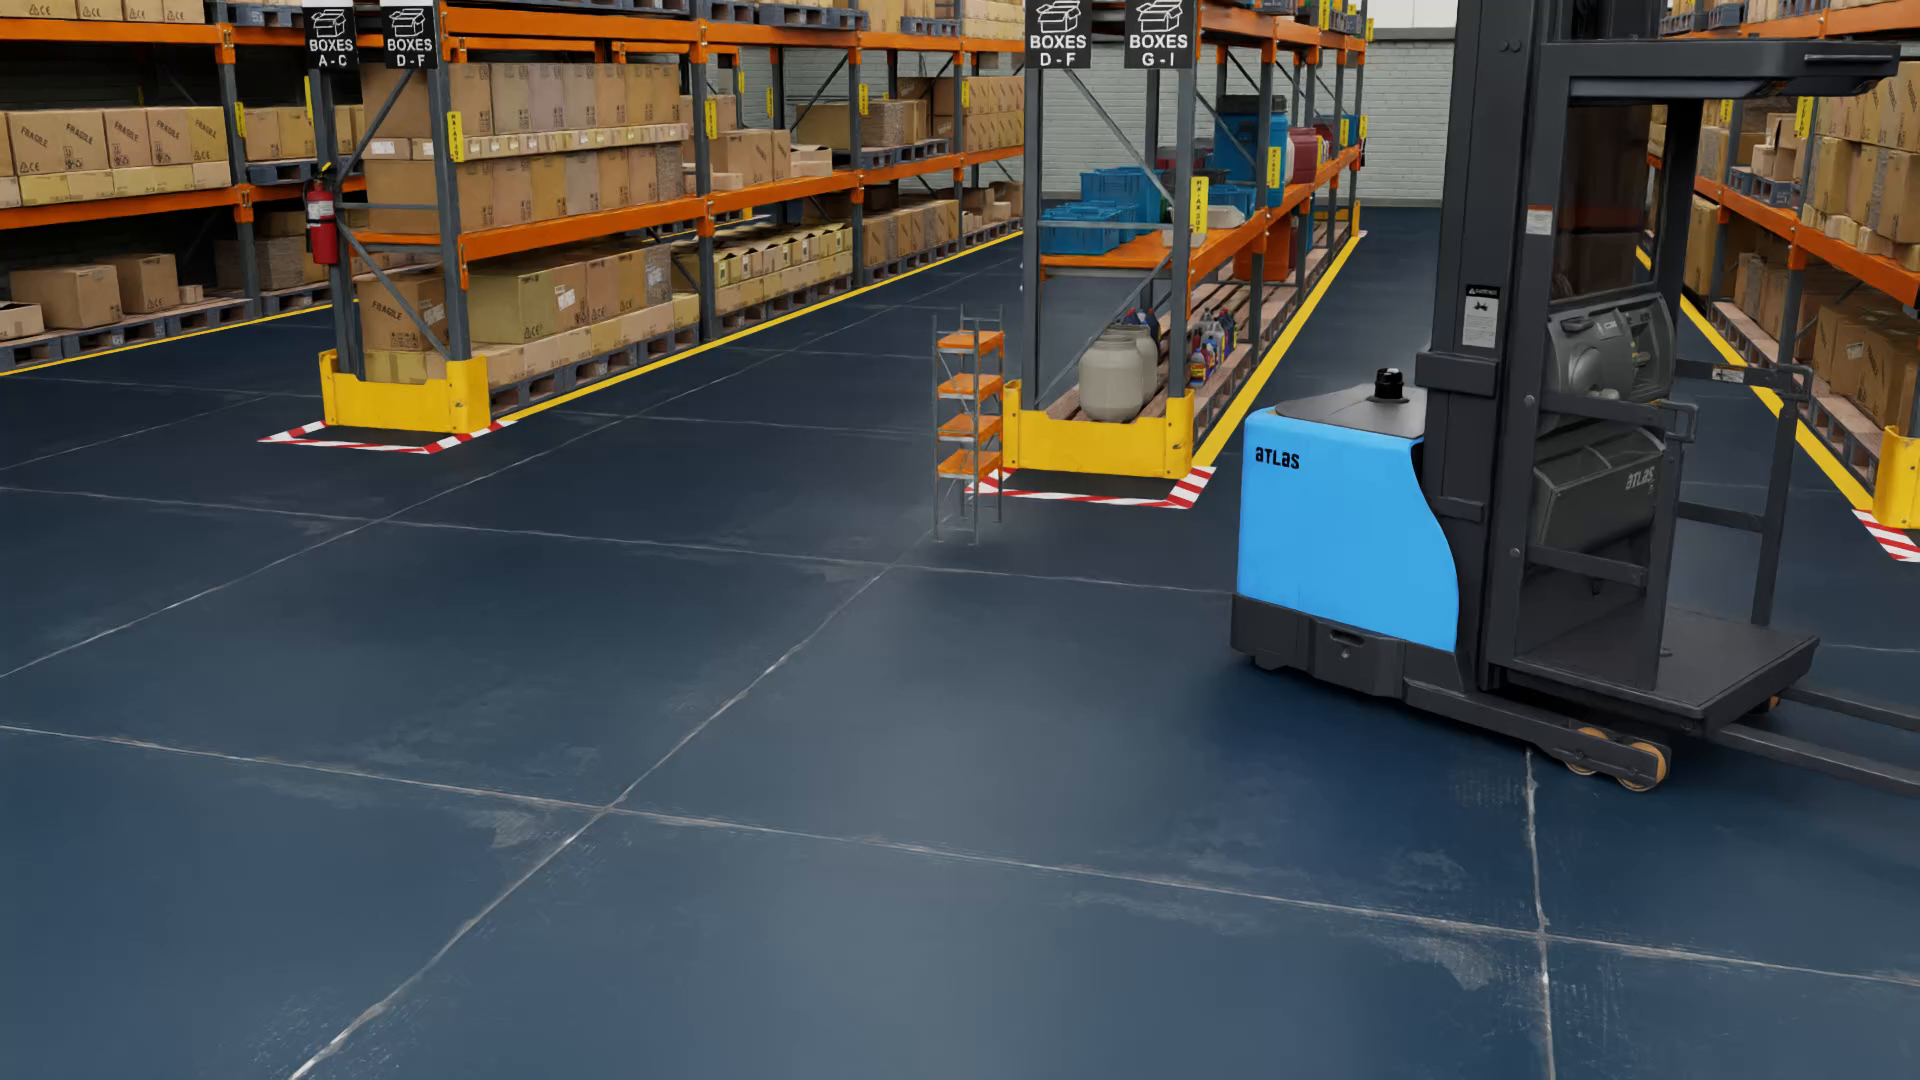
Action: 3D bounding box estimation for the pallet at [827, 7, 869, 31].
[{"bbox_3d":[-1.706,-5.522,17.650,1.213,0.211,1.003,5,17,18],"label":"pallet"}]

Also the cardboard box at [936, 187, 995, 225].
[{"bbox_3d":[0.067,-4.904,24.389,0.797,0.503,0.637,5,16,16],"label":"cardboard box"}]

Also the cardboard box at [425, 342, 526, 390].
[{"bbox_3d":[-3.507,-1.264,12.057,0.500,0.250,0.500,5,16,16],"label":"cardboard box"}]

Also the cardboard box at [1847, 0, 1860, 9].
[{"bbox_3d":[6.242,-3.673,11.060,0.500,0.250,0.500,4,16,15],"label":"cardboard box"}]

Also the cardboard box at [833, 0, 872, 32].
[{"bbox_3d":[-1.507,-5.962,18.673,0.910,0.500,0.500,5,16,16],"label":"cardboard box"}]

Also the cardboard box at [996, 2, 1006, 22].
[{"bbox_3d":[0.350,-7.512,23.678,0.500,0.250,0.500,5,16,16],"label":"cardboard box"}]

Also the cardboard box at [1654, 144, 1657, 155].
[{"bbox_3d":[9.391,-5.154,21.962,0.380,0.149,0.250,4,16,15],"label":"cardboard box"}]

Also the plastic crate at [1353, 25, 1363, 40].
[{"bbox_3d":[5.416,-7.123,23.338,0.450,0.188,0.336,5,16,16],"label":"plastic crate"}]

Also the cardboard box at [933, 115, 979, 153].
[{"bbox_3d":[-0.056,-5.561,22.756,0.500,0.500,0.500,5,17,17],"label":"cardboard box"}]

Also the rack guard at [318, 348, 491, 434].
[{"bbox_3d":[-3.879,-1.053,11.624,1.175,0.500,0.348,5,16,16],"label":"rack guard"}]

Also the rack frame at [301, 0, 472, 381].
[{"bbox_3d":[-3.873,-2.261,11.305,1.000,3.000,0.127,5,16,16],"label":"rack frame"}]

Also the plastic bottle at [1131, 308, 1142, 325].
[{"bbox_3d":[1.385,-1.681,13.308,0.144,0.351,0.185,5,17,17],"label":"plastic bottle"}]

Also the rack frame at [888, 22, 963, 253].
[{"bbox_3d":[-0.462,-5.401,22.374,1.000,3.000,0.127,5,16,16],"label":"rack frame"}]

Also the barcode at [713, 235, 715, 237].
[{"bbox_3d":[-2.264,-2.813,15.266,0.001,0.075,0.075,5,16,16],"label":"barcode"}]

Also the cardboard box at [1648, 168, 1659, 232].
[{"bbox_3d":[10.066,-4.684,22.972,0.875,0.875,0.875,5,16,16],"label":"cardboard box"}]

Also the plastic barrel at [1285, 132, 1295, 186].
[{"bbox_3d":[3.061,-3.737,16.304,0.421,0.512,0.421,0,16,0],"label":"plastic barrel"}]

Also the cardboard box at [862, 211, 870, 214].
[{"bbox_3d":[-1.411,-3.762,20.370,0.500,0.500,0.500,4,16,14],"label":"cardboard box"}]

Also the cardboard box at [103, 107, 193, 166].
[{"bbox_3d":[-7.461,-3.711,15.279,0.500,0.500,0.500,5,16,16],"label":"cardboard box"}]

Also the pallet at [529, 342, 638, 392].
[{"bbox_3d":[-3.347,-1.441,13.524,1.003,0.211,1.213,5,16,16],"label":"pallet"}]

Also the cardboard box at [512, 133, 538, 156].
[{"bbox_3d":[-3.336,-2.908,12.212,0.380,0.149,0.250,4,16,15],"label":"cardboard box"}]

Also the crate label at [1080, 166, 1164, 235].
[{"bbox_3d":[1.139,-2.396,11.714,0.502,0.435,0.616,5,16,16],"label":"crate label"}]

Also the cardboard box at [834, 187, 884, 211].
[{"bbox_3d":[-1.260,-4.270,20.788,0.500,0.250,0.500,4,16,15],"label":"cardboard box"}]

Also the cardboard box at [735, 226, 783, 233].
[{"bbox_3d":[-2.171,-3.251,18.036,0.500,0.311,0.500,4,16,14],"label":"cardboard box"}]

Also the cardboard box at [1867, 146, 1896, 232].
[{"bbox_3d":[6.017,-2.093,9.982,0.875,0.500,0.500,5,16,16],"label":"cardboard box"}]

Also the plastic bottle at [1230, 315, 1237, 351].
[{"bbox_3d":[2.192,-1.676,13.414,0.061,0.283,0.133,5,17,19],"label":"plastic bottle"}]

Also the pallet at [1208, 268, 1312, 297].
[{"bbox_3d":[3.333,-2.837,18.446,1.003,0.211,1.213,5,16,16],"label":"pallet"}]

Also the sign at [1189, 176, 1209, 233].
[{"bbox_3d":[1.402,-1.966,9.755,0.100,0.325,0.005,5,16,16],"label":"sign"}]

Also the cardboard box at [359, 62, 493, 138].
[{"bbox_3d":[-3.713,-3.069,11.591,0.700,0.500,0.500,5,16,16],"label":"cardboard box"}]

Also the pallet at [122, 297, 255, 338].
[{"bbox_3d":[-7.643,-2.171,16.097,1.003,0.211,1.213,5,16,16],"label":"pallet"}]

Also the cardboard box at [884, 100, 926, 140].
[{"bbox_3d":[-0.811,-5.544,21.927,0.700,0.500,0.500,-1,16,-3],"label":"cardboard box"}]

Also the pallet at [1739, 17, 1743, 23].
[{"bbox_3d":[8.821,-5.739,18.420,0.805,0.209,1.217,4,16,14],"label":"pallet"}]

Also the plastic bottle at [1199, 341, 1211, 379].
[{"bbox_3d":[1.787,-1.315,12.163,0.097,0.271,0.097,0,16,0],"label":"plastic bottle"}]

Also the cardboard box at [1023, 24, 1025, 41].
[{"bbox_3d":[0.781,-7.664,25.129,0.500,0.250,0.500,5,16,16],"label":"cardboard box"}]

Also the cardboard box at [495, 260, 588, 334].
[{"bbox_3d":[-3.237,-1.887,12.881,0.500,0.500,0.500,5,16,16],"label":"cardboard box"}]

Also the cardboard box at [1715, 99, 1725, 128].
[{"bbox_3d":[8.493,-4.652,17.713,0.797,0.503,0.637,5,17,18],"label":"cardboard box"}]

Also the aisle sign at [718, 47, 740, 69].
[{"bbox_3d":[-3.768,-8.077,27.044,0.394,0.787,0.004,5,16,16],"label":"aisle sign"}]

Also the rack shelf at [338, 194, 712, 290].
[{"bbox_3d":[-3.304,-2.439,13.248,1.077,0.370,4.000,5,16,16],"label":"rack shelf"}]

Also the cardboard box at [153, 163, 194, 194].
[{"bbox_3d":[-7.480,-3.351,15.386,0.500,0.250,0.500,5,17,16],"label":"cardboard box"}]

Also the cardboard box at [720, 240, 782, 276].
[{"bbox_3d":[-2.086,-2.812,16.487,0.500,0.311,0.500,4,16,14],"label":"cardboard box"}]

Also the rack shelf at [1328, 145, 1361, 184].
[{"bbox_3d":[4.854,-5.193,22.959,1.077,0.370,4.000,5,16,16],"label":"rack shelf"}]

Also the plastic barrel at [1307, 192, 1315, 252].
[{"bbox_3d":[4.115,-4.067,20.748,0.600,0.901,0.708,5,16,16],"label":"plastic barrel"}]

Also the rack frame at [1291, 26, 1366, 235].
[{"bbox_3d":[5.422,-6.062,24.706,1.000,3.000,0.127,5,16,16],"label":"rack frame"}]

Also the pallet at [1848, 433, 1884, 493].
[{"bbox_3d":[5.911,-0.380,9.784,1.003,0.211,1.213,5,16,16],"label":"pallet"}]

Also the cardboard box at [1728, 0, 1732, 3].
[{"bbox_3d":[8.458,-5.816,17.382,0.797,0.503,0.637,4,16,15],"label":"cardboard box"}]

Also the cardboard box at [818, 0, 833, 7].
[{"bbox_3d":[-1.674,-5.804,17.804,0.500,0.250,0.500,3,16,12],"label":"cardboard box"}]

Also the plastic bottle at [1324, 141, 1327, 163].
[{"bbox_3d":[4.380,-4.732,20.244,0.152,0.276,0.135,5,16,16],"label":"plastic bottle"}]

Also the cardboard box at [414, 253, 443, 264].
[{"bbox_3d":[-6.504,-3.554,19.638,0.700,0.500,0.500,5,17,17],"label":"cardboard box"}]

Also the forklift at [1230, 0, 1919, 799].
[{"bbox_3d":[2.522,-0.698,5.917,1.130,2.935,3.031,-15,22,-42],"label":"forklift"}]

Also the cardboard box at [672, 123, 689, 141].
[{"bbox_3d":[-2.608,-3.580,14.583,0.380,0.149,0.250,5,16,16],"label":"cardboard box"}]

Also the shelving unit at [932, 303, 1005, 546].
[{"bbox_3d":[0.047,-0.621,8.818,0.258,1.200,0.503,5,16,16],"label":"shelving unit"}]

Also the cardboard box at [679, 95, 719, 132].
[{"bbox_3d":[-4.408,-6.650,26.226,0.980,0.700,0.700,4,16,15],"label":"cardboard box"}]

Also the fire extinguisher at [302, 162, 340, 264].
[{"bbox_3d":[-4.352,-2.229,11.334,0.296,0.674,0.183,5,16,16],"label":"fire extinguisher"}]

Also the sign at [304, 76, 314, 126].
[{"bbox_3d":[-4.389,-2.978,11.276,0.100,0.325,0.005,5,16,16],"label":"sign"}]

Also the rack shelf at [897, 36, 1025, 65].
[{"bbox_3d":[0.106,-7.021,23.908,1.077,0.370,4.000,5,16,16],"label":"rack shelf"}]

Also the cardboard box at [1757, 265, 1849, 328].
[{"bbox_3d":[7.427,-2.123,14.590,0.700,0.500,0.500,6,17,21],"label":"cardboard box"}]

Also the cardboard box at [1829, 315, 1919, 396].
[{"bbox_3d":[6.453,-1.286,11.678,0.500,0.500,0.500,11,19,33],"label":"cardboard box"}]
